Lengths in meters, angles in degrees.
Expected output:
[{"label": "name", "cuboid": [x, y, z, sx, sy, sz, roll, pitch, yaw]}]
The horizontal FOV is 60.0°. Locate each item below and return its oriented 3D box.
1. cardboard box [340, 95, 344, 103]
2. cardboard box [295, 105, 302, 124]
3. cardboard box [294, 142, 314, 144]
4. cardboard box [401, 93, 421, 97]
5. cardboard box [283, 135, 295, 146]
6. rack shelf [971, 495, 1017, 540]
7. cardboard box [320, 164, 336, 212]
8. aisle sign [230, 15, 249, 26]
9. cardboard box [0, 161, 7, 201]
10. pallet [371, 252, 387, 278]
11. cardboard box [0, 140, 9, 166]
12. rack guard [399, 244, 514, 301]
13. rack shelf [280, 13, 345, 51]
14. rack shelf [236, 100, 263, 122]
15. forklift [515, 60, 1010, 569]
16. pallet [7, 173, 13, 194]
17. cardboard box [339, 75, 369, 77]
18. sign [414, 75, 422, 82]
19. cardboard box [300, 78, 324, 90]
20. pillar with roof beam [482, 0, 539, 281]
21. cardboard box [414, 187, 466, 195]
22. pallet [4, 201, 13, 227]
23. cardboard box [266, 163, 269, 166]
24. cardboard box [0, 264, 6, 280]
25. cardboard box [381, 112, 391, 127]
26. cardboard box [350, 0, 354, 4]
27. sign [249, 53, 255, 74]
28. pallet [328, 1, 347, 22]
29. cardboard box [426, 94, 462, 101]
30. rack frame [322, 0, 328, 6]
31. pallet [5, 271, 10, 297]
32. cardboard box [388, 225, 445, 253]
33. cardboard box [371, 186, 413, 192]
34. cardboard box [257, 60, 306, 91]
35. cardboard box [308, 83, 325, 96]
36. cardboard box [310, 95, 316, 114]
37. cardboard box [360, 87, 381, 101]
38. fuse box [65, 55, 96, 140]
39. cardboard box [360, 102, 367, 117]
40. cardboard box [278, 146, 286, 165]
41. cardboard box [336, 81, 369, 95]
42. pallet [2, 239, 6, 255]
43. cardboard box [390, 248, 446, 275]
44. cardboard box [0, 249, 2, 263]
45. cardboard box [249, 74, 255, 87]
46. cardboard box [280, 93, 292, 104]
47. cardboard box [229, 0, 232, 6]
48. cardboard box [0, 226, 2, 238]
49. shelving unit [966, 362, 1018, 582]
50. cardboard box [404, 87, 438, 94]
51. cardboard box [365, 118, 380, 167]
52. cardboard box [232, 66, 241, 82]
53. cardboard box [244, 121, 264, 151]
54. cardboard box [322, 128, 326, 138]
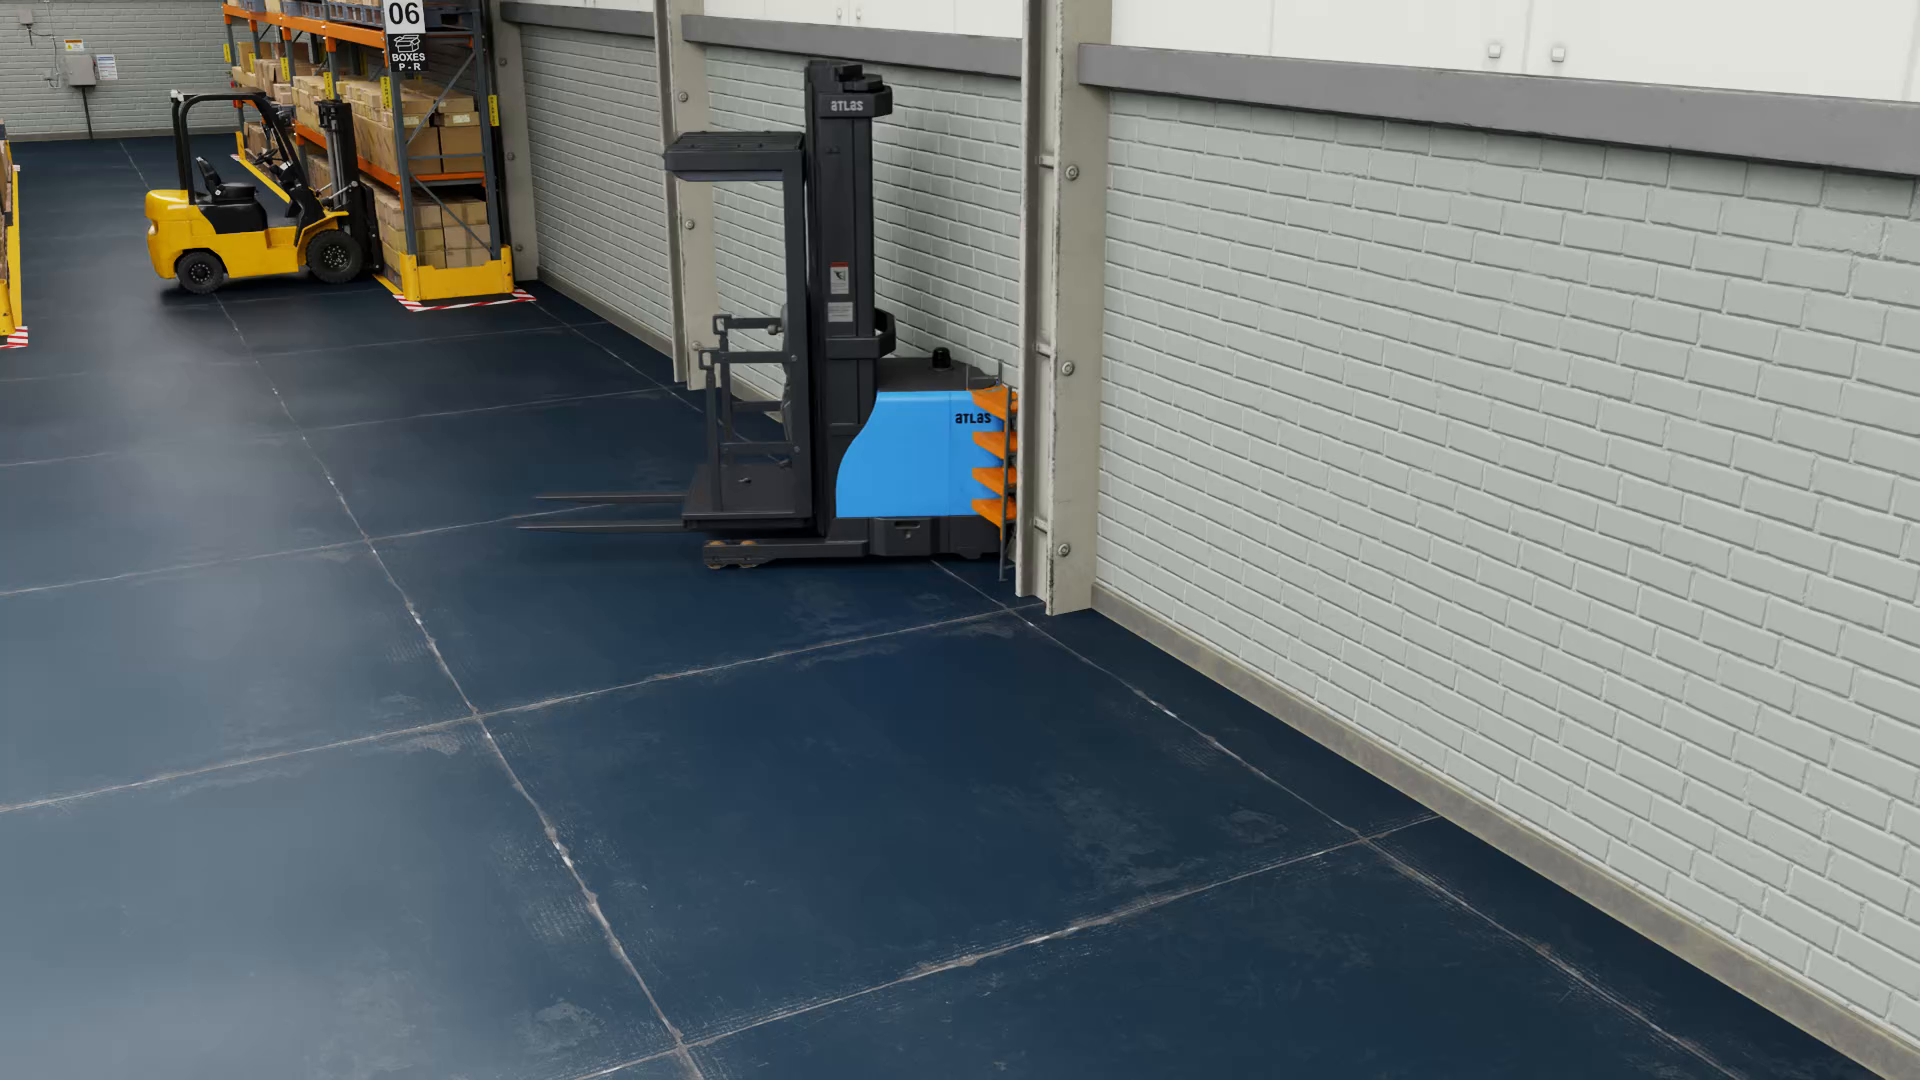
[{"label": "cardboard box", "cuboid": [-7.589, -5.545, 20.956, 0.380, 0.149, 0.250, -10, 22, -28]}, {"label": "cardboard box", "cuboid": [-9.413, -6.236, 24.335, 0.500, 0.250, 0.500, -10, 21, -26]}, {"label": "cardboard box", "cuboid": [-10.194, -6.137, 26.012, 0.380, 0.149, 0.250, -9, 21, -25]}, {"label": "cardboard box", "cuboid": [-6.310, -4.960, 18.804, 0.380, 0.149, 0.250, -10, 21, -26]}, {"label": "cardboard box", "cuboid": [-10.812, -6.506, 27.082, 0.380, 0.149, 0.250, -10, 21, -27]}, {"label": "rack shelf", "cuboid": [0.239, -0.164, 10.043, 0.258, 0.148, 0.480, -10, 24, -27]}, {"label": "cardboard box", "cuboid": [-8.487, -4.987, 23.483, 0.875, 0.625, 0.625, -11, 22, -29]}, {"label": "aisle sign", "cuboid": [-13.498, -9.972, 30.945, 0.394, 0.787, 0.004, -10, 21, -27]}, {"label": "cardboard box", "cuboid": [-14.450, -5.364, 24.192, 0.875, 0.875, 0.875, -10, 21, -26]}, {"label": "pallet", "cuboid": [-6.585, -3.420, 20.220, 1.003, 0.211, 1.213, -10, 21, -27]}, {"label": "cardboard box", "cuboid": [-16.730, -6.551, 28.301, 0.875, 0.438, 0.875, -9, 21, -25]}, {"label": "rack guard", "cuboid": [-5.598, -2.987, 18.521, 1.175, 0.500, 0.348, -10, 21, -27]}, {"label": "rack shelf", "cuboid": [-8.459, -6.976, 22.753, 1.077, 0.370, 4.000, -10, 21, -27]}, {"label": "rack shelf", "cuboid": [-12.258, -7.854, 29.898, 1.077, 0.370, 4.000, -10, 21, -27]}, {"label": "forklift", "cuboid": [-1.229, -1.387, 10.156, 3.031, 2.935, 1.130, -1, 19, -3]}, {"label": "pallet", "cuboid": [-15.967, -5.763, 27.008, 1.003, 0.211, 1.213, -10, 21, -27]}, {"label": "cardboard box", "cuboid": [-8.853, -6.706, 24.320, 0.380, 0.149, 0.250, -9, 21, -25]}, {"label": "sign", "cuboid": [-7.021, -5.857, 21.558, 0.100, 0.325, 0.005, -10, 21, -27]}, {"label": "cardboard box", "cuboid": [-9.244, -6.543, 23.846, 0.380, 0.149, 0.250, -9, 21, -25]}, {"label": "pillar with roof beam", "cuboid": [-8.936, -6.684, 16.206, 9.100, 9.000, 0.400, -10, 21, -27]}, {"label": "cardboard box", "cuboid": [-6.140, -4.002, 19.670, 0.500, 0.250, 0.500, -10, 21, -27]}, {"label": "pallet", "cuboid": [-14.083, -4.622, 23.702, 1.003, 0.211, 1.213, -10, 21, -27]}, {"label": "cardboard box", "cuboid": [-11.831, -6.586, 28.845, 0.380, 0.149, 0.250, -11, 22, -28]}, {"label": "cardboard box", "cuboid": [-10.352, -2.726, 17.506, 0.500, 0.250, 0.500, -9, 21, -25]}, {"label": "cardboard box", "cuboid": [-6.168, -4.654, 18.373, 0.380, 0.149, 0.250, -10, 21, -26]}, {"label": "cardboard box", "cuboid": [-6.677, -6.461, 19.202, 0.797, 0.503, 0.637, -9, 21, -25]}, {"label": "sign", "cuboid": [-11.782, -7.943, 27.726, 0.100, 0.325, 0.005, -10, 21, -27]}, {"label": "pallet", "cuboid": [-7.081, -6.459, 20.289, 1.003, 0.211, 1.213, -10, 21, -27]}, {"label": "cardboard box", "cuboid": [-5.813, -4.954, 18.784, 0.380, 0.149, 0.250, -10, 21, -26]}, {"label": "rack frame", "cuboid": [-7.509, -8.160, 20.483, 1.000, 3.000, 0.127, -10, 21, -27]}, {"label": "pallet", "cuboid": [-10.942, -2.698, 18.126, 1.003, 0.211, 1.213, -10, 21, -27]}, {"label": "cardboard box", "cuboid": [-6.116, -3.402, 18.697, 0.500, 0.250, 0.500, -10, 22, -27]}, {"label": "cardboard box", "cuboid": [-6.833, -4.066, 19.856, 0.500, 0.250, 0.500, -10, 22, -28]}, {"label": "cardboard box", "cuboid": [-11.029, -7.544, 27.098, 0.700, 0.500, 0.500, -10, 21, -26]}, {"label": "cardboard box", "cuboid": [-8.694, -6.168, 22.759, 0.380, 0.149, 0.250, -11, 22, -28]}, {"label": "cardboard box", "cuboid": [-8.679, -6.033, 22.979, 0.500, 0.250, 0.500, -10, 21, -26]}, {"label": "cardboard box", "cuboid": [-6.937, -5.323, 19.856, 0.380, 0.149, 0.250, -10, 21, -27]}, {"label": "fuse box", "cuboid": [-18.354, -9.288, 34.926, 0.539, 1.711, 0.414, -10, 21, -27]}, {"label": "cardboard box", "cuboid": [-6.872, -5.099, 19.661, 0.380, 0.149, 0.250, -10, 22, -28]}, {"label": "cardboard box", "cuboid": [-10.782, -6.168, 27.097, 0.500, 0.500, 0.500, -11, 22, -28]}, {"label": "cardboard box", "cuboid": [-7.619, -5.681, 20.892, 0.380, 0.149, 0.250, -10, 21, -26]}, {"label": "pallet", "cuboid": [-12.247, -3.459, 20.332, 1.003, 0.211, 1.213, -10, 21, -27]}, {"label": "cardboard box", "cuboid": [-6.111, -3.160, 18.763, 0.500, 0.250, 0.500, -10, 21, -26]}, {"label": "cardboard box", "cuboid": [-10.611, -3.235, 17.829, 0.500, 0.500, 0.500, -10, 21, -26]}, {"label": "cardboard box", "cuboid": [-12.015, -7.940, 28.817, 0.500, 0.250, 0.500, -10, 21, -26]}, {"label": "cardboard box", "cuboid": [-10.058, -6.681, 25.136, 0.380, 0.149, 0.250, -10, 21, -26]}, {"label": "cardboard box", "cuboid": [-12.848, -9.631, 29.731, 0.380, 0.149, 0.250, -10, 21, -27]}, {"label": "cardboard box", "cuboid": [-12.471, -3.866, 20.622, 0.950, 0.372, 0.625, -9, 21, -23]}, {"label": "shelving unit", "cuboid": [0.246, -0.411, 9.947, 0.258, 1.200, 0.503, -10, 24, -27]}, {"label": "cardboard box", "cuboid": [-6.419, -5.323, 19.856, 0.380, 0.149, 0.250, -9, 21, -25]}, {"label": "cardboard box", "cuboid": [-6.556, -4.621, 19.271, 0.500, 0.500, 0.500, -10, 22, -28]}, {"label": "cardboard box", "cuboid": [-13.229, -8.666, 30.922, 0.500, 0.250, 0.500, -10, 21, -26]}, {"label": "cardboard box", "cuboid": [-13.000, -7.597, 31.232, 0.797, 0.503, 0.637, -11, 22, -29]}, {"label": "cardboard box", "cuboid": [-8.222, -5.501, 22.203, 0.500, 0.250, 0.500, -10, 21, -27]}]
